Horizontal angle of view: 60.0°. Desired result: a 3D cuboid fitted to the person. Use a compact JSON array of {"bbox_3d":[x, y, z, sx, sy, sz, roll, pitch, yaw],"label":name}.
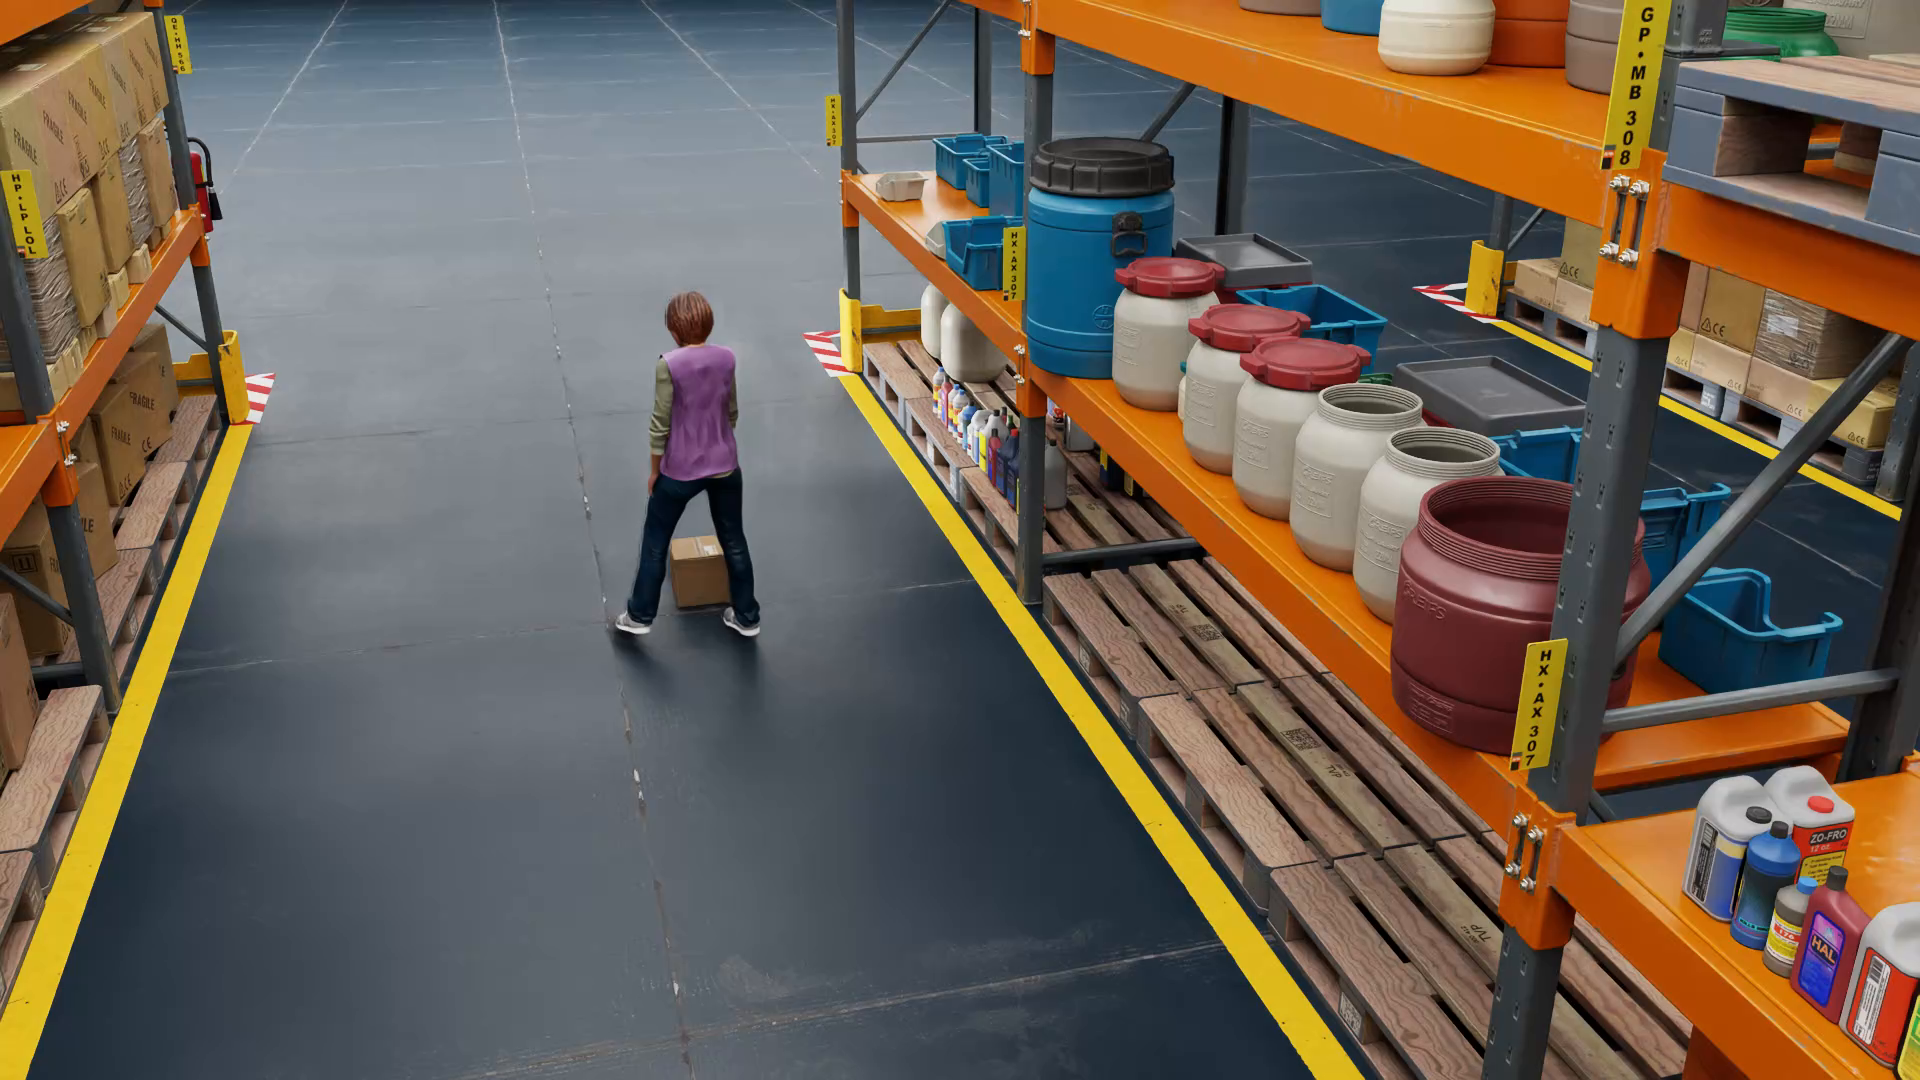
[{"bbox_3d":[-1.239,-0.303,7.304,0.565,1.577,0.502,-13,27,-28],"label":"person"}]
